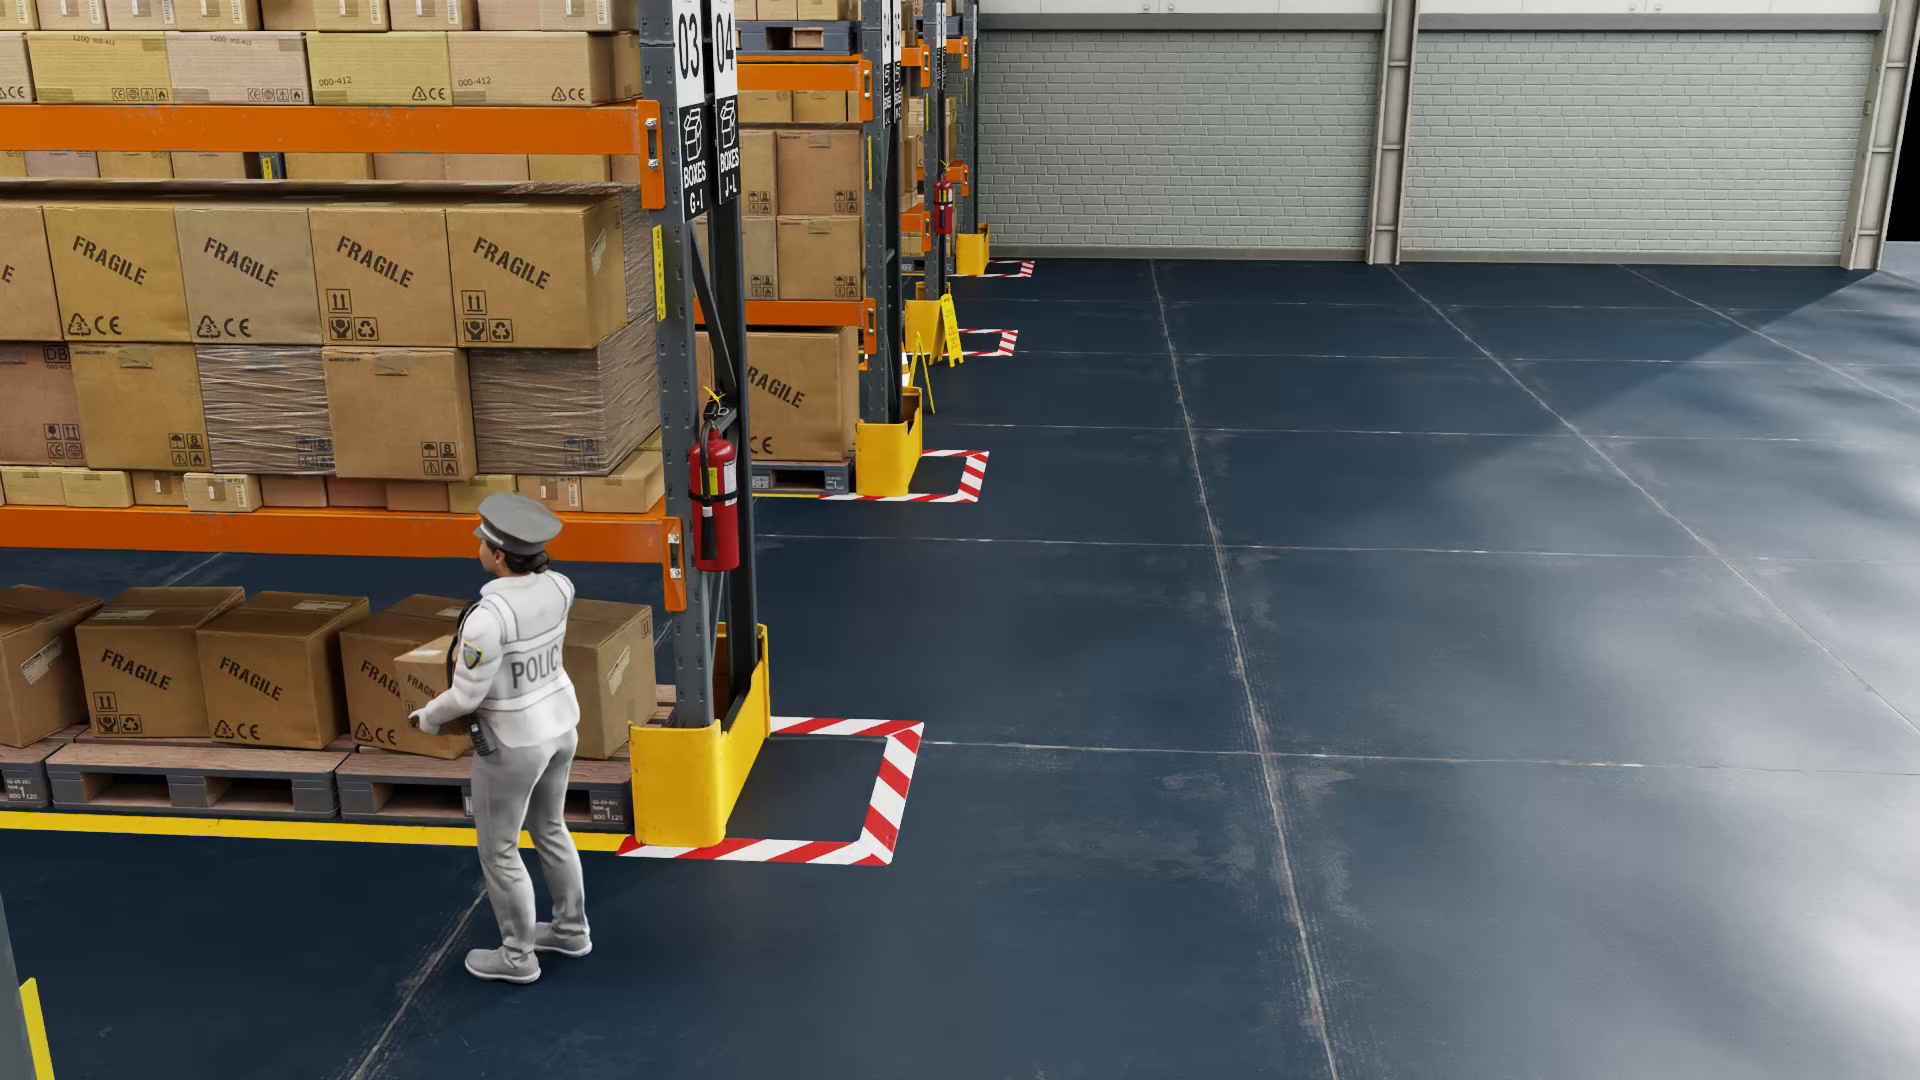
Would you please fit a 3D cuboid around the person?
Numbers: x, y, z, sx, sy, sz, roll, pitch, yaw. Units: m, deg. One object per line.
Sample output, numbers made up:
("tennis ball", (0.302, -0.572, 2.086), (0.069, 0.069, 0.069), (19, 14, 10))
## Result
("person", (-1.466, 0.668, 5.444), (0.413, 1.662, 0.523), (7, 19, 22))
